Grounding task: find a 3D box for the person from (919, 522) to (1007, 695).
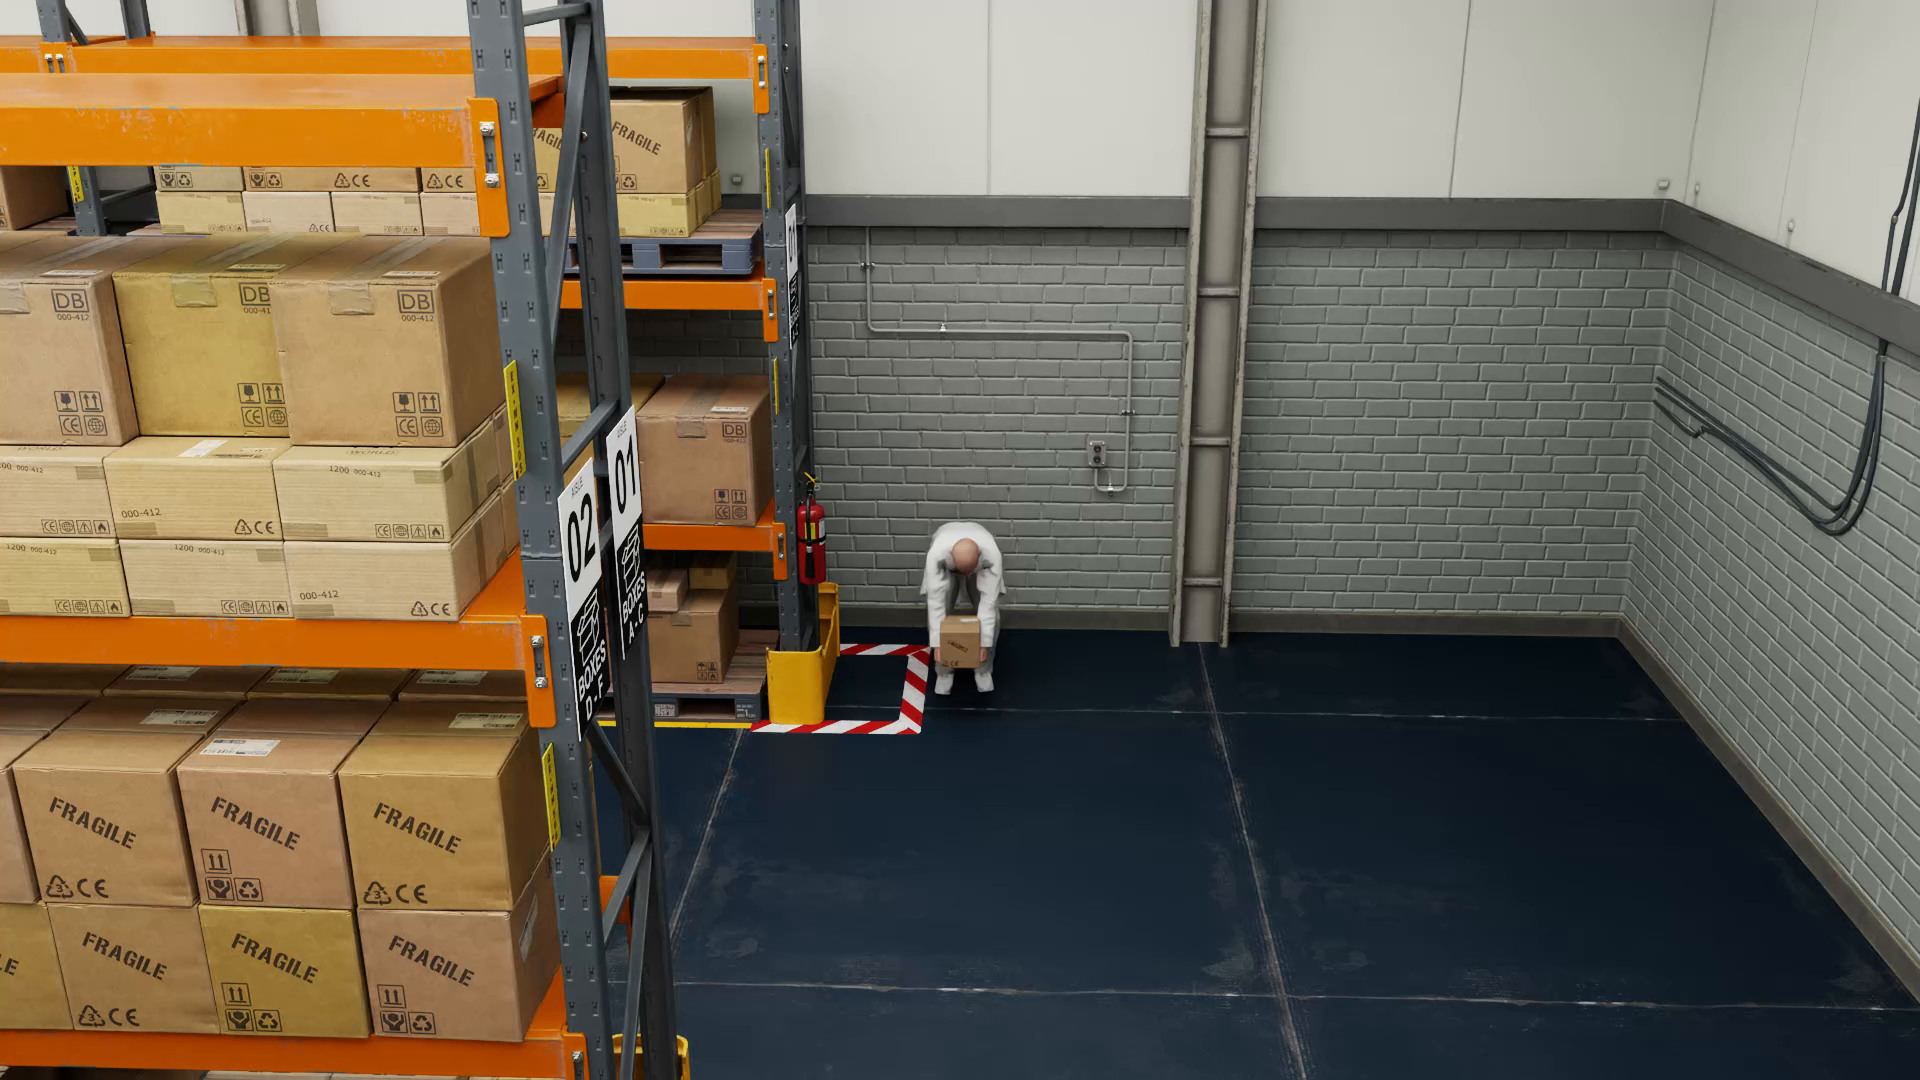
[{"bbox_3d":[0.022,0.444,10.692,0.572,1.231,0.923,0,20,-1],"label":"person"}]
